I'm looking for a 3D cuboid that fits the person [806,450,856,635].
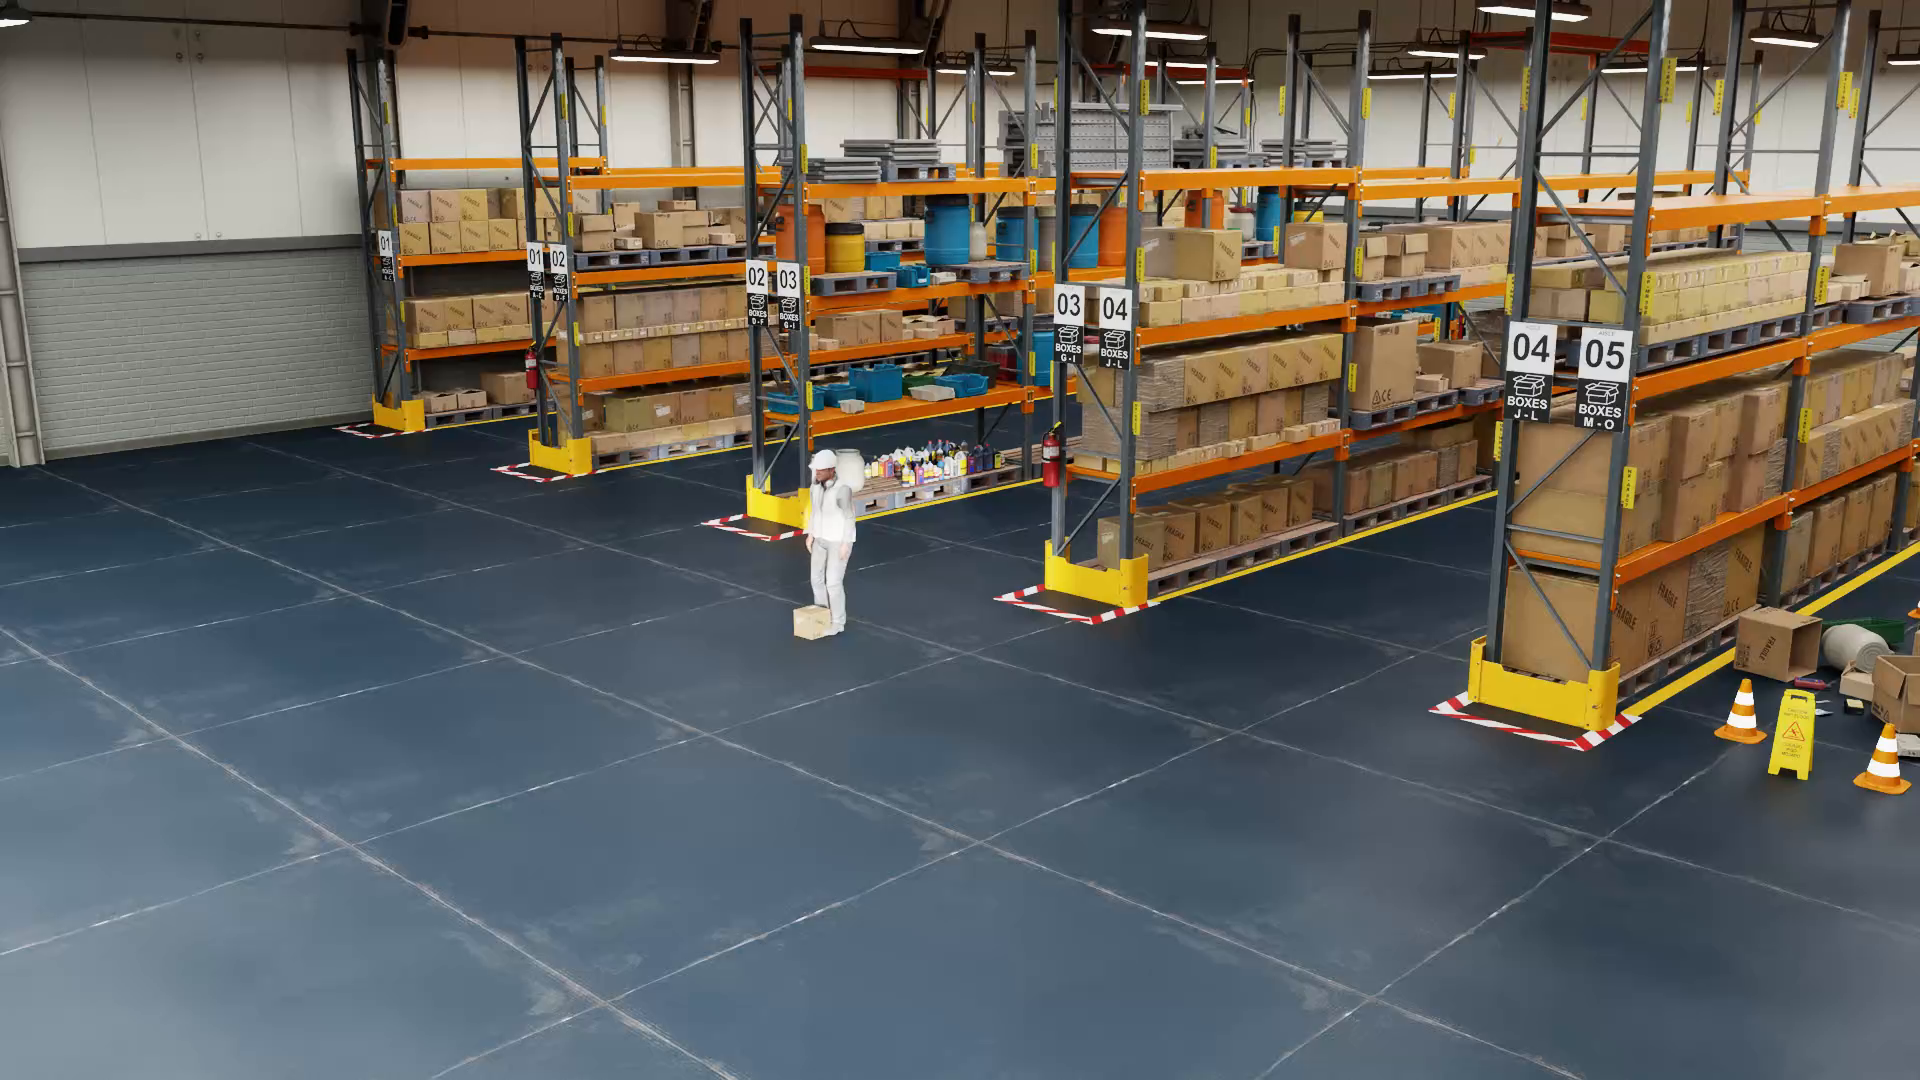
[{"bbox_3d":[-1.244,0.003,15.932,0.581,1.769,0.463,13,19,43],"label":"person"}]
